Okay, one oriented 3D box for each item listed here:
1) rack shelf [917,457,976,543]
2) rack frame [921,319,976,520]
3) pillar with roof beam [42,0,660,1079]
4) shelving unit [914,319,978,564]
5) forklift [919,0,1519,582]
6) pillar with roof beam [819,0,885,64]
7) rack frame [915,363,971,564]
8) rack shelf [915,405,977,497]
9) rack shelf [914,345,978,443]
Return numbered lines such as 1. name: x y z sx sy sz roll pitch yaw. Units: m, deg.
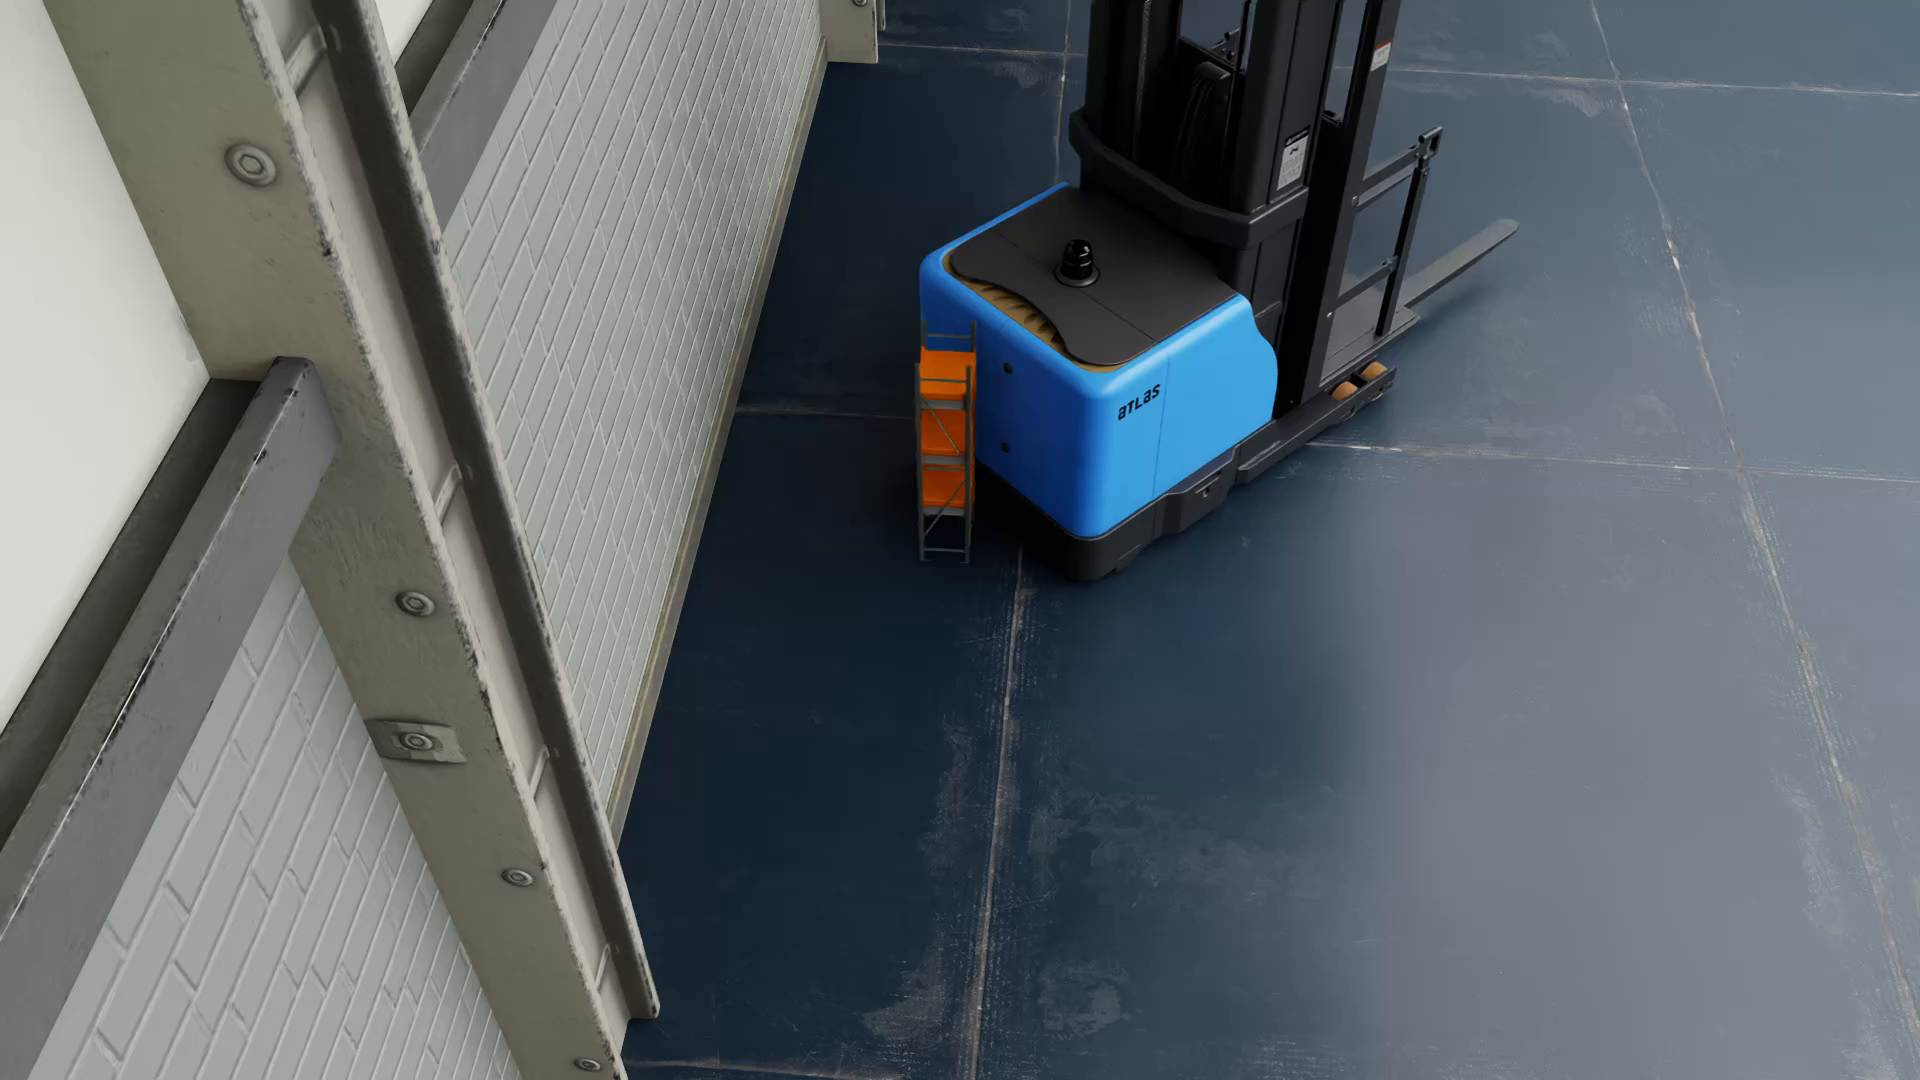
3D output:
1. rack shelf: -0.052 -0.160 6.576 0.215 0.259 0.240 3 48 3
2. rack frame: -0.042 -0.445 6.445 0.200 1.050 0.008 3 48 3
3. pillar with roof beam: 3.146 -1.116 1.672 9.100 9.000 0.400 4 48 4
4. shelving unit: -0.052 -0.355 6.363 0.215 1.050 0.252 3 48 3
5. forklift: 1.271 -1.773 6.385 3.031 2.935 1.130 -33 55 -26
6. pillar with roof beam: 3.693 -5.525 5.705 9.100 9.000 0.400 4 48 4
7. rack frame: -0.061 -0.265 6.281 0.200 1.050 0.008 3 48 3
8. rack shelf: -0.052 -0.348 6.371 0.215 0.259 0.240 3 48 3
9. rack shelf: -0.052 -0.540 6.162 0.215 0.259 0.240 3 48 3
